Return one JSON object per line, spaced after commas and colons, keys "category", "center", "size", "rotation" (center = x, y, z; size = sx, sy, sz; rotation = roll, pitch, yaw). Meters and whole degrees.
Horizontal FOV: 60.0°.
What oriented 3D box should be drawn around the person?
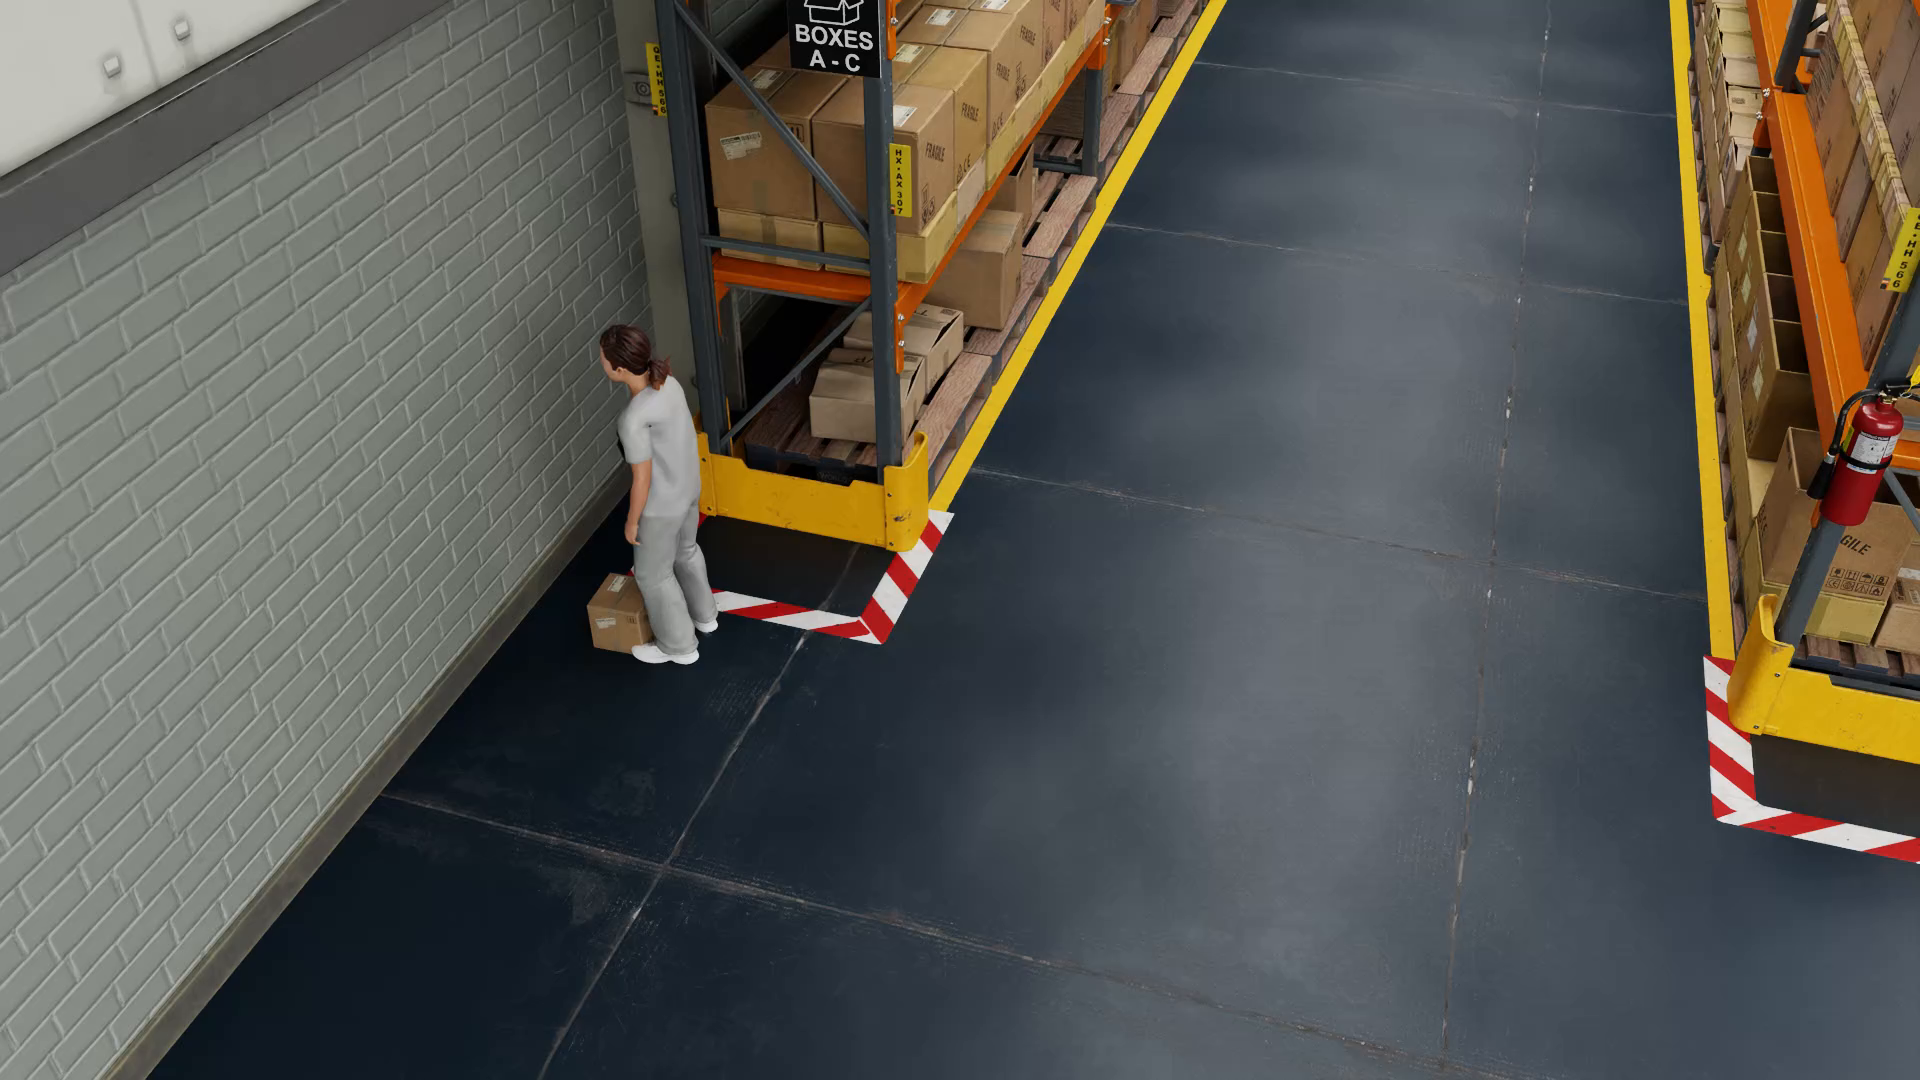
{"category": "person", "center": [-1.290, -0.187, 7.138], "size": [0.355, 1.673, 0.508], "rotation": [9, 38, 12]}
